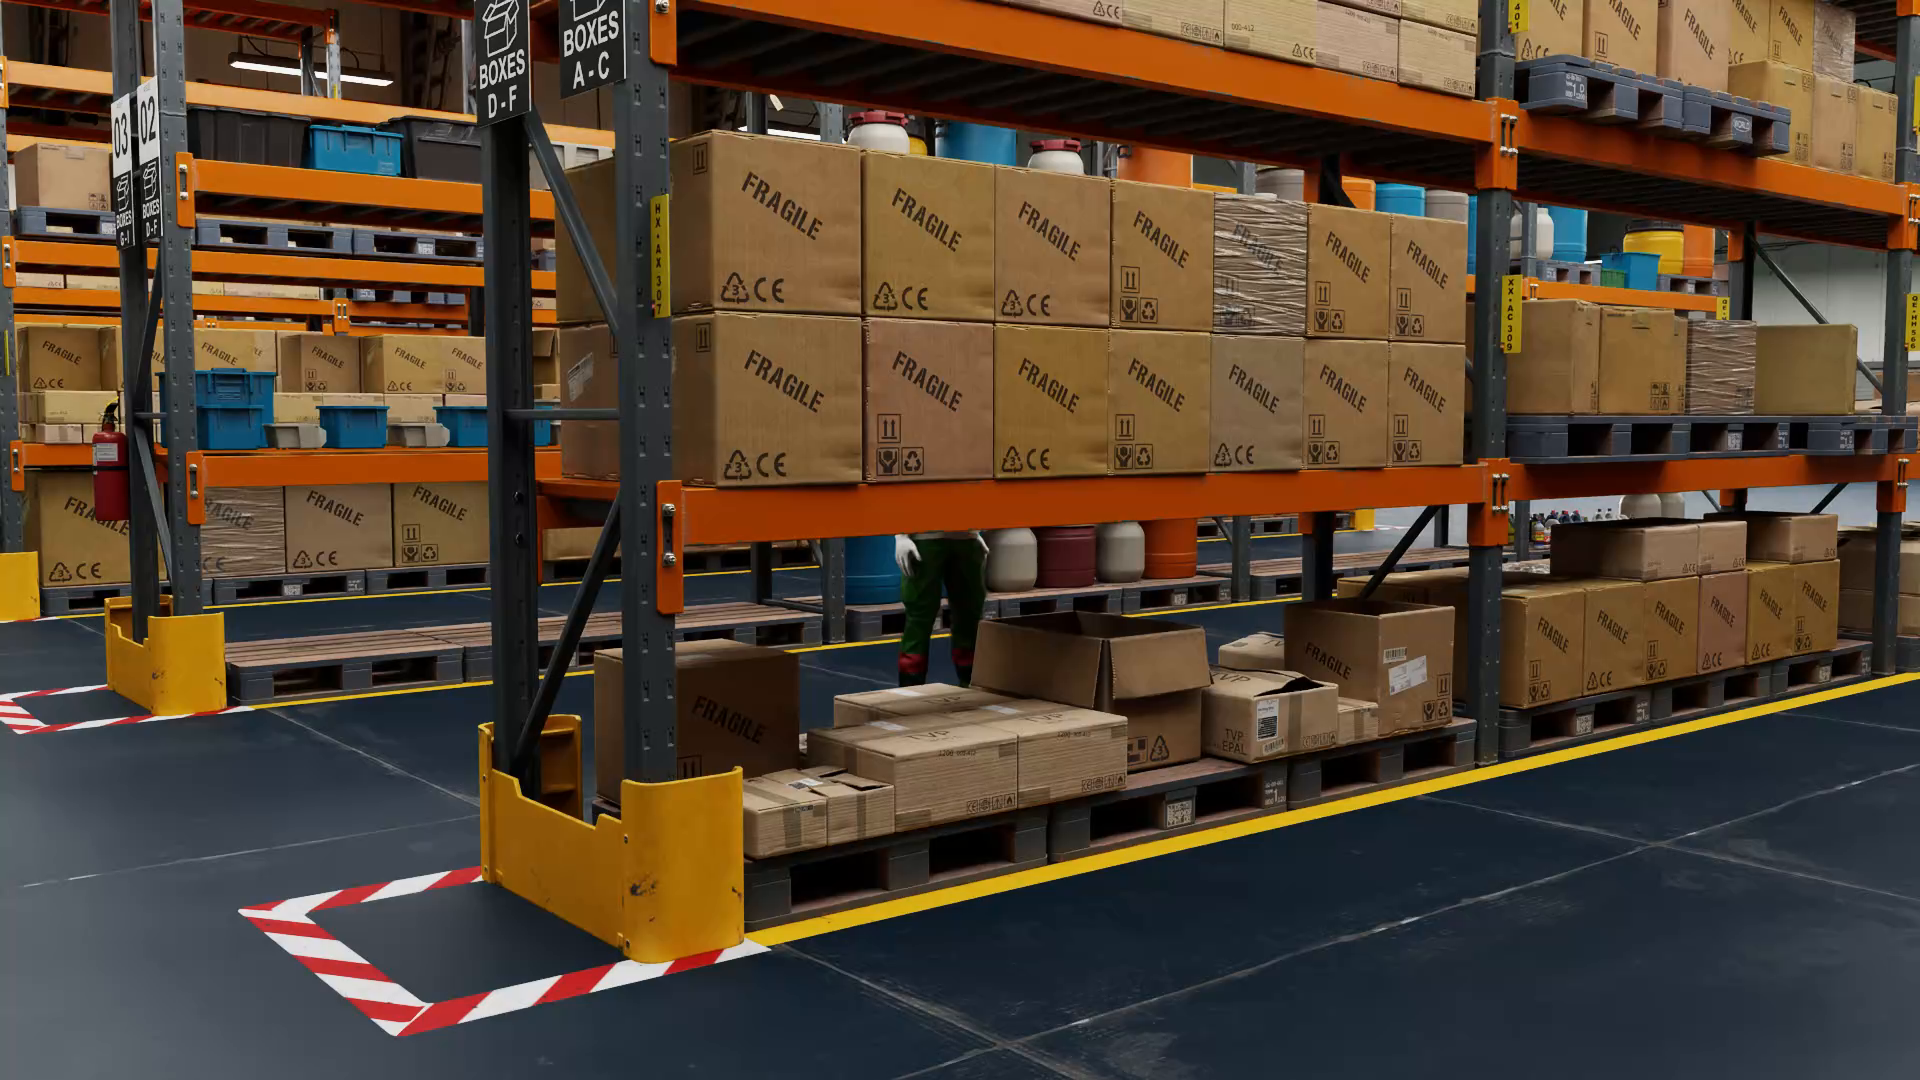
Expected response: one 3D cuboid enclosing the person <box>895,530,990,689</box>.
[{"bbox_3d":[-0.078,0.005,8.136,0.587,1.791,0.366,-3,5,-39],"label":"person"}]
